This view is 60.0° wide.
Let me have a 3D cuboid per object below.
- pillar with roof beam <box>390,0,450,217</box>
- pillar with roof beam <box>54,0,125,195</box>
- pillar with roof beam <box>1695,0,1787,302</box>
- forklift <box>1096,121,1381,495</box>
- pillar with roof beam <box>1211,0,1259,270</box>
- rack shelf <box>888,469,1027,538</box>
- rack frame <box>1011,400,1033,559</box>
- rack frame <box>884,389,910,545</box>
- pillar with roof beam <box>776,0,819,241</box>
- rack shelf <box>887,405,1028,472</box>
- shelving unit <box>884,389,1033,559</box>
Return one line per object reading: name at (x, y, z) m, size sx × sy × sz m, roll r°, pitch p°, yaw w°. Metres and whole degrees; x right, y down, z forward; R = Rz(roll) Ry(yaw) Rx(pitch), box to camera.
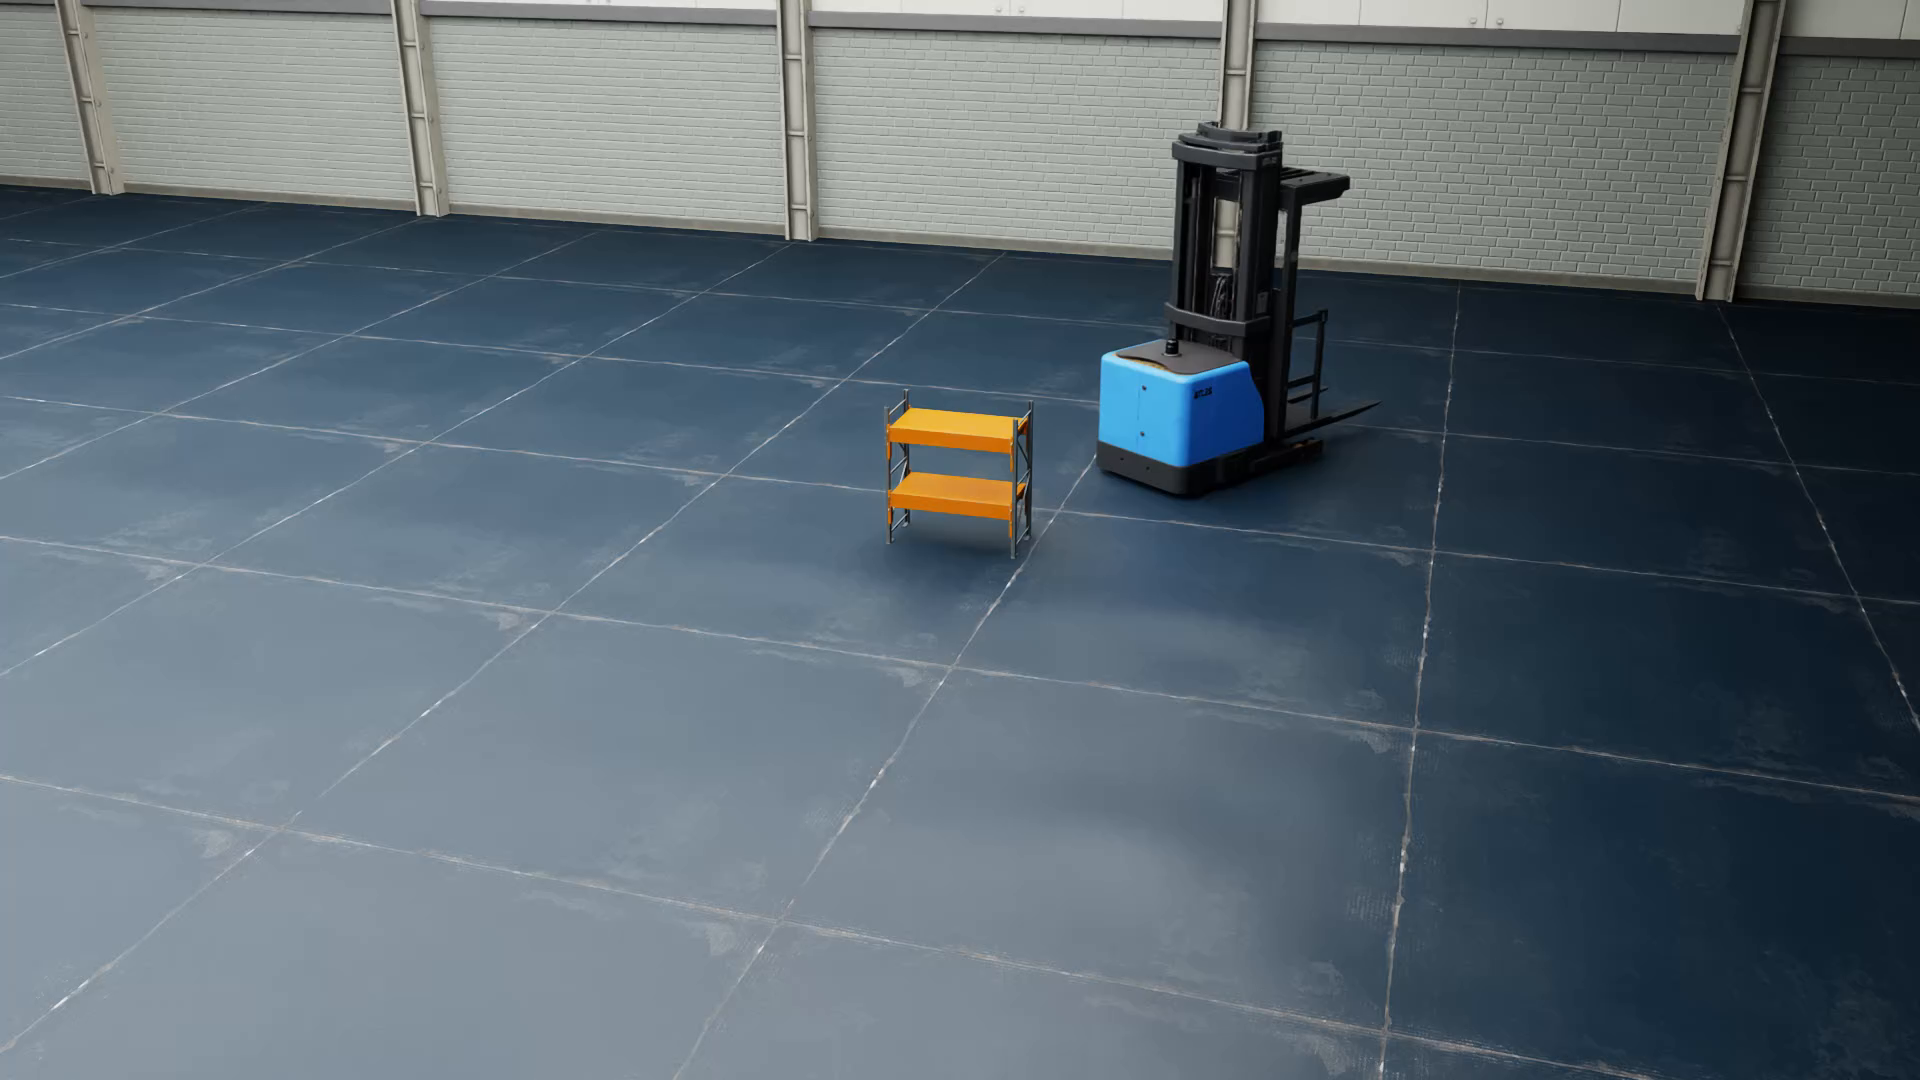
pillar with roof beam at (-9.224, -7.543, 19.707) m, size 0.400 × 9.000 × 9.100 m, roll 7°, pitch 23°, yaw 16°
pillar with roof beam at (-14.969, -8.201, 21.311) m, size 0.400 × 9.000 × 9.100 m, roll 7°, pitch 23°, yaw 16°
pillar with roof beam at (8.008, -5.570, 14.897) m, size 0.400 × 9.000 × 9.100 m, roll 7°, pitch 23°, yaw 16°
forklift at (2.639, -2.183, 14.635) m, size 3.031 × 2.935 × 1.130 m, roll -18°, pitch 29°, yaw -37°
pillar with roof beam at (2.264, -6.228, 16.500) m, size 0.400 × 9.000 × 9.100 m, roll 7°, pitch 23°, yaw 16°
rack shelf at (-0.006, -0.295, 13.056) m, size 1.000 × 0.278 × 0.538 m, roll 7°, pitch 23°, yaw 16°
rack frame at (0.480, -0.465, 12.828) m, size 0.032 × 1.125 × 0.500 m, roll 7°, pitch 23°, yaw 16°
rack frame at (-0.493, -0.577, 13.099) m, size 0.032 × 1.125 × 0.500 m, roll 7°, pitch 23°, yaw 16°
pillar with roof beam at (-3.480, -6.886, 18.104) m, size 0.400 × 9.000 × 9.100 m, roll 7°, pitch 23°, yaw 16°
rack shelf at (-0.006, -0.792, 12.852) m, size 1.000 × 0.278 × 0.538 m, roll 7°, pitch 23°, yaw 16°
shelving unit at (-0.006, -0.521, 12.963) m, size 1.048 × 1.125 × 0.538 m, roll 7°, pitch 23°, yaw 16°
